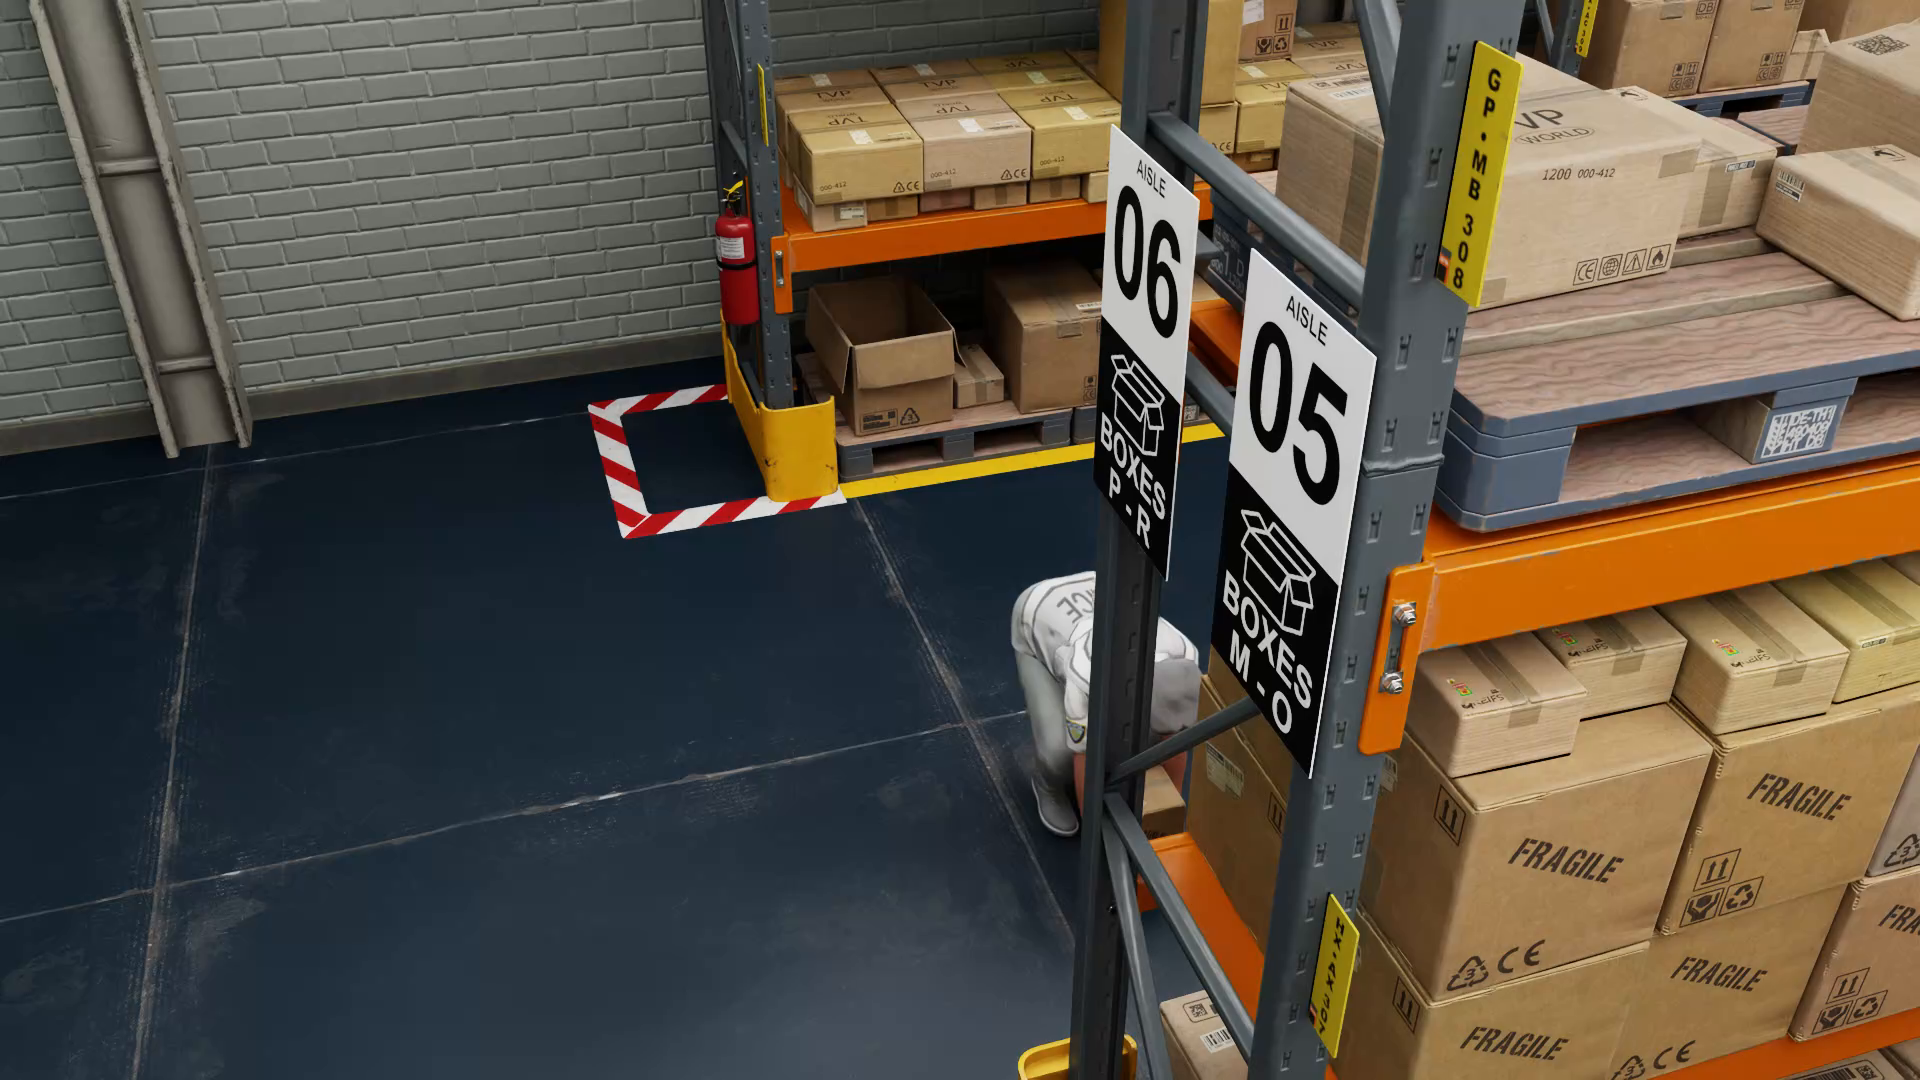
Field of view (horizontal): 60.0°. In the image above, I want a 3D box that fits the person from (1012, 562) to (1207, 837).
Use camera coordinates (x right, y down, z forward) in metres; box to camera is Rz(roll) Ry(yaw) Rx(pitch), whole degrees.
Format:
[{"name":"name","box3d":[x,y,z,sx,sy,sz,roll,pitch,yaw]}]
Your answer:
[{"name":"person","box3d":[0.529,0.623,5.833,0.533,1.053,1.031,-12,35,-17]}]
